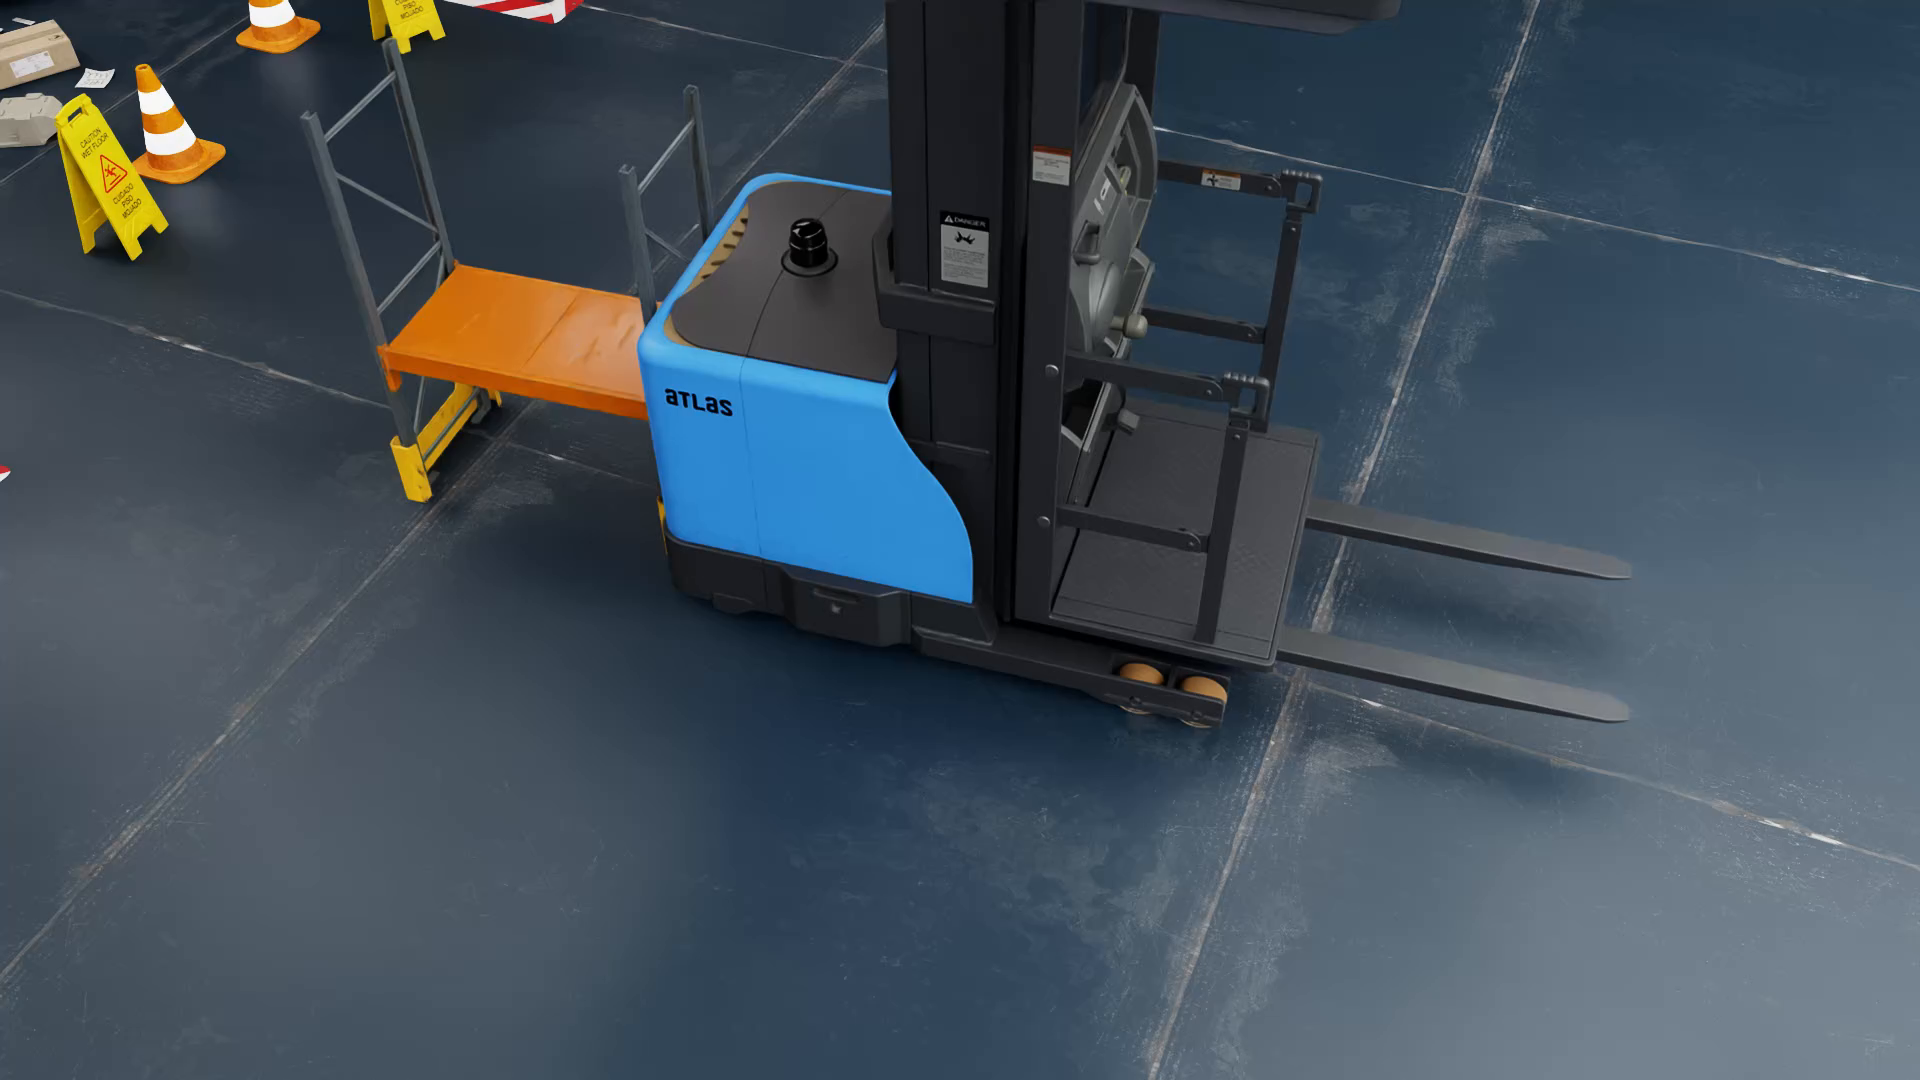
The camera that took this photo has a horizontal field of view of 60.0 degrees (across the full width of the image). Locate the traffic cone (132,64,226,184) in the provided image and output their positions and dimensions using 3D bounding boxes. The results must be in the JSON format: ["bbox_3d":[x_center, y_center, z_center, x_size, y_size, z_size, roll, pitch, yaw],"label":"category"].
[{"bbox_3d":[-3.503,-1.865,7.296,0.334,0.463,0.336,16,47,16],"label":"traffic cone"}]

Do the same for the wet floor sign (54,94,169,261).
[{"bbox_3d":[-3.520,-1.499,6.799,0.232,0.644,0.267,9,46,9],"label":"wet floor sign"}]

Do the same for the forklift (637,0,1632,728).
[{"bbox_3d":[0.615,-0.877,4.553,3.031,2.935,1.130,12,46,12],"label":"forklift"}]

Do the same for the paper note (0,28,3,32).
[{"bbox_3d":[-4.861,-2.535,8.284,0.142,0.019,0.148,33,54,29],"label":"paper note"}]

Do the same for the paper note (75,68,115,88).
[{"bbox_3d":[-4.135,-2.211,7.950,0.142,0.019,0.148,2,45,2],"label":"paper note"}]

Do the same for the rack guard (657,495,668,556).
[{"bbox_3d":[-0.891,-0.226,5.800,0.087,0.250,0.587,12,46,12],"label":"rack guard"}]

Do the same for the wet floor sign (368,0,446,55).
[{"bbox_3d":[-2.733,-2.719,8.026,0.232,0.644,0.267,33,54,29],"label":"wet floor sign"}]

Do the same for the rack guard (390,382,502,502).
[{"bbox_3d":[-1.846,-0.426,6.001,0.087,0.250,0.587,12,46,12],"label":"rack guard"}]

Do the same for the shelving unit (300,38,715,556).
[{"bbox_3d":[-1.368,-0.769,5.460,1.083,1.500,0.587,12,46,12],"label":"shelving unit"}]

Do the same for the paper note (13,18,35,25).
[{"bbox_3d":[-4.712,-2.610,8.367,0.123,0.001,0.032,16,47,16],"label":"paper note"}]

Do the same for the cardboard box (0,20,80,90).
[{"bbox_3d":[-4.483,-2.332,7.989,0.380,0.149,0.250,-28,51,-25],"label":"cardboard box"}]

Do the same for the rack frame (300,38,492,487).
[{"bbox_3d":[-1.847,-0.869,5.560,0.032,1.500,0.500,12,46,12],"label":"rack frame"}]

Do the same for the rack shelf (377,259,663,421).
[{"bbox_3d":[-1.360,-0.640,5.585,1.000,0.185,0.538,12,46,12],"label":"rack shelf"}]

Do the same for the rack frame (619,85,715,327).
[{"bbox_3d":[-0.872,-0.665,5.355,0.032,1.500,0.500,12,46,12],"label":"rack frame"}]

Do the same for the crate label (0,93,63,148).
[{"bbox_3d":[-4.253,-1.923,7.585,0.298,0.136,0.250,-5,45,-5],"label":"crate label"}]

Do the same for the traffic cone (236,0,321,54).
[{"bbox_3d":[-3.390,-2.680,8.115,0.334,0.463,0.336,16,47,16],"label":"traffic cone"}]
